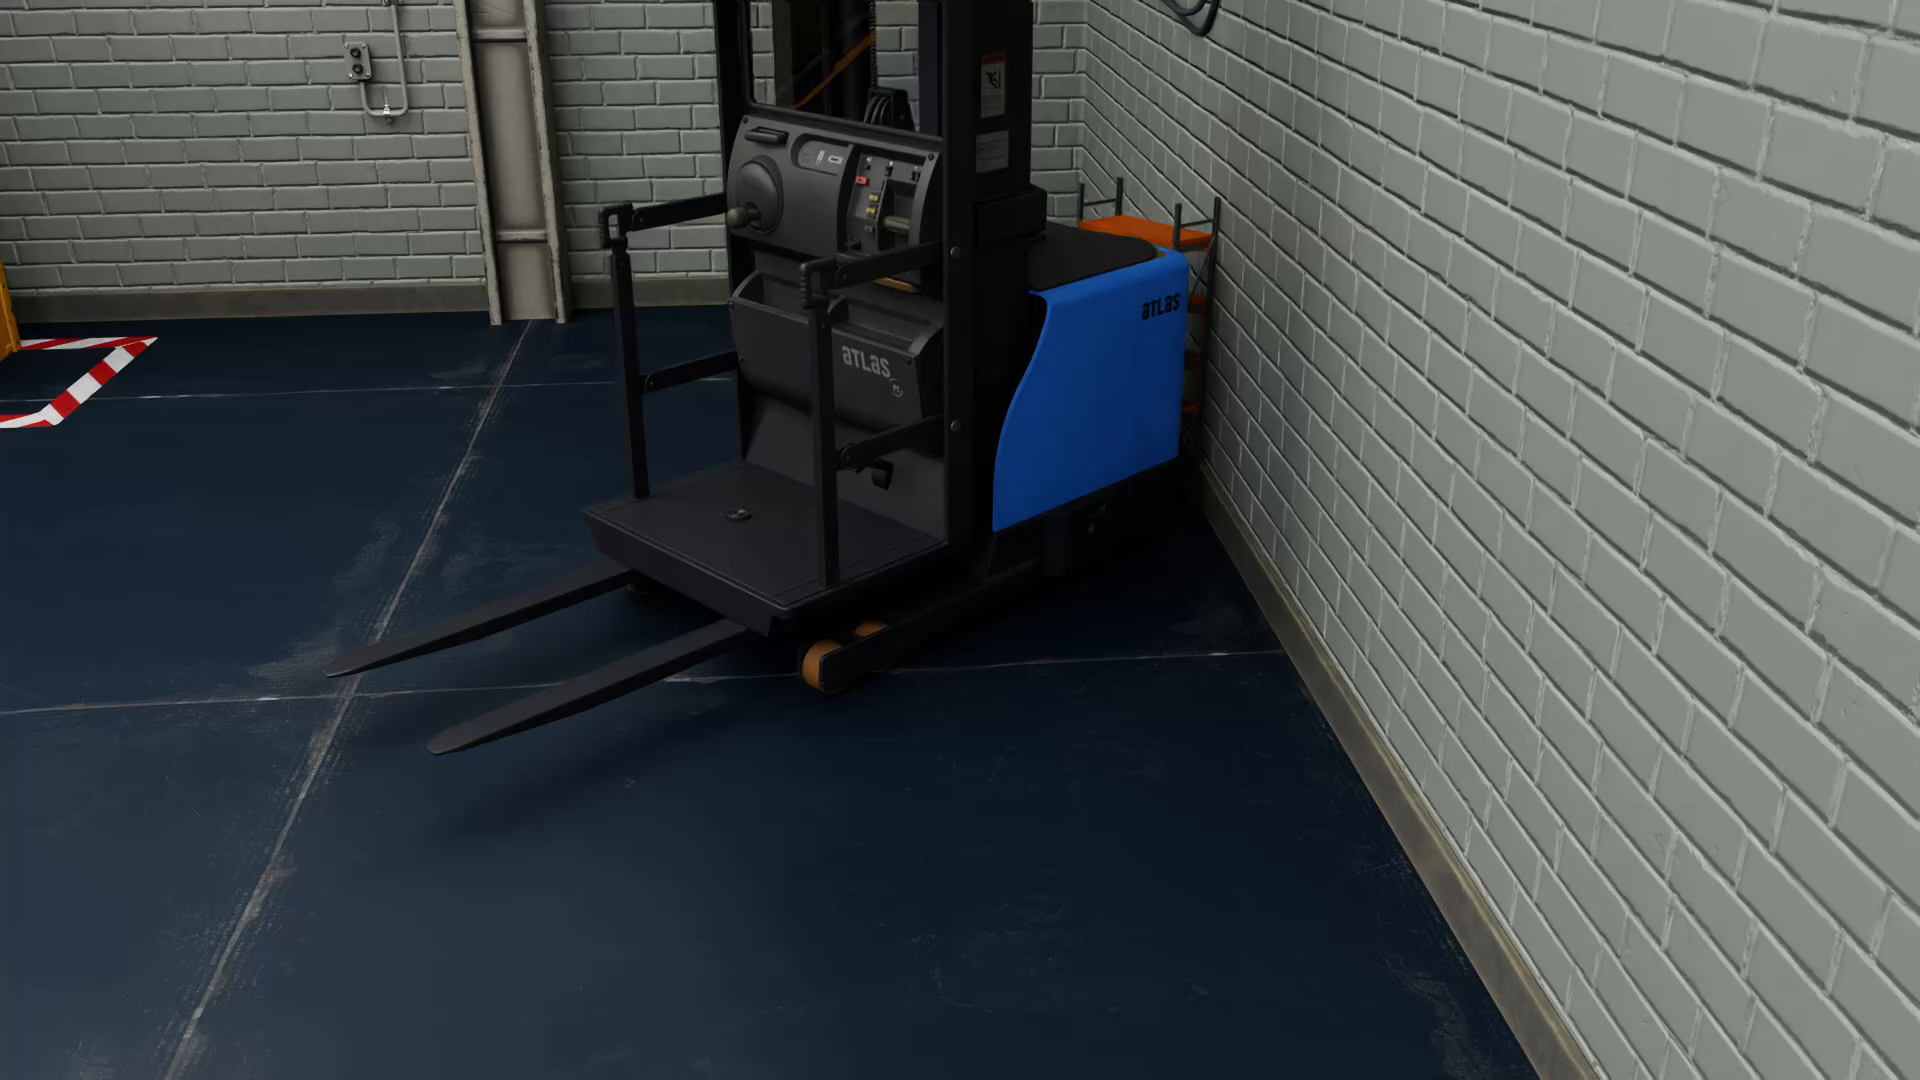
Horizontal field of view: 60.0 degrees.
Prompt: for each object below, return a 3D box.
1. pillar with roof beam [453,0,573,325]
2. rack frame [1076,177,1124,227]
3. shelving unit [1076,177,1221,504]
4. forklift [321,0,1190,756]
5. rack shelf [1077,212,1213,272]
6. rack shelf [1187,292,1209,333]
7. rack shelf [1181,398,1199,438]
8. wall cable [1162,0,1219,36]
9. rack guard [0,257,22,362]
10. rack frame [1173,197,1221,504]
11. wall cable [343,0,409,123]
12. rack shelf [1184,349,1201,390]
[{"bbox_3d":[-1.881,-3.582,3.229,0.400,9.000,9.100,-2,24,-5],"label":"pillar with roof beam"},{"bbox_3d":[0.528,-0.827,6.623,0.240,1.200,0.015,-18,29,-39],"label":"rack frame"},{"bbox_3d":[0.692,-0.755,6.457,0.258,1.200,0.503,-18,29,-39],"label":"shelving unit"},{"bbox_3d":[-0.562,-1.097,5.109,1.130,2.935,3.031,22,32,40],"label":"forklift"},{"bbox_3d":[0.702,-1.119,6.308,0.258,0.148,0.480,-18,29,-39],"label":"rack shelf"},{"bbox_3d":[0.696,-0.900,6.398,0.258,0.148,0.480,-18,29,-39],"label":"rack shelf"},{"bbox_3d":[0.685,-0.509,6.557,0.258,0.148,0.480,-18,29,-39],"label":"rack shelf"},{"bbox_3d":[0.758,-3.527,6.929,0.112,2.526,3.097,-2,24,-5],"label":"wall cable"},{"bbox_3d":[-4.882,-0.982,7.843,0.348,0.500,1.175,-2,24,-5],"label":"rack guard"},{"bbox_3d":[0.855,-0.683,6.291,0.240,1.200,0.015,-18,29,-39],"label":"rack frame"},{"bbox_3d":[-3.725,-3.021,8.102,1.851,1.984,0.084,-2,24,-5],"label":"wall cable"},{"bbox_3d":[0.690,-0.693,6.482,0.258,0.148,0.480,-18,29,-39],"label":"rack shelf"}]
